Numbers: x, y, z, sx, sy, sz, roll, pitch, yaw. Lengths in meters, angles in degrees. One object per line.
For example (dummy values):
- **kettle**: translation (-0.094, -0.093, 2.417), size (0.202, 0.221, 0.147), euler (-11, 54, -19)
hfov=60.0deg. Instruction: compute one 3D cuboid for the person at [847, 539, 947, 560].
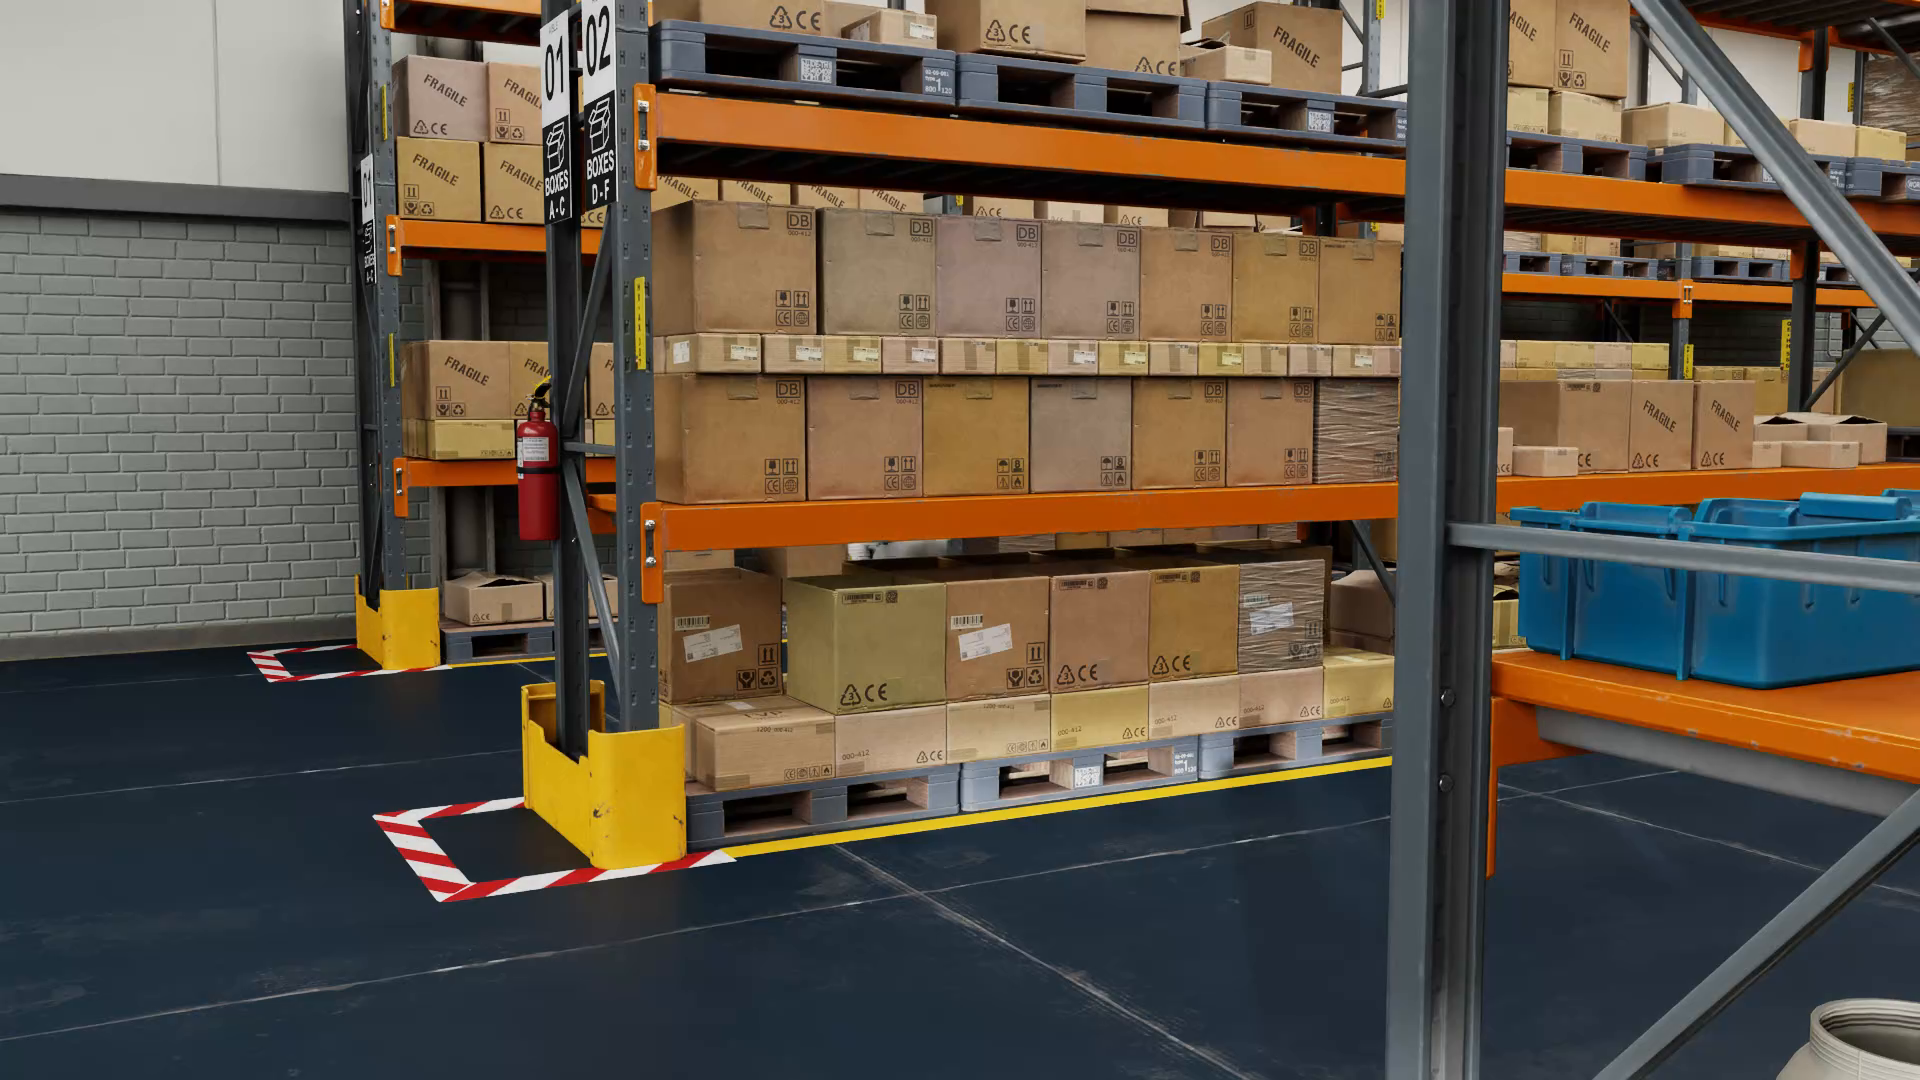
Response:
- **person**: translation (-0.460, 0.240, 10.907), size (0.516, 1.069, 1.042), euler (-3, 6, -31)
